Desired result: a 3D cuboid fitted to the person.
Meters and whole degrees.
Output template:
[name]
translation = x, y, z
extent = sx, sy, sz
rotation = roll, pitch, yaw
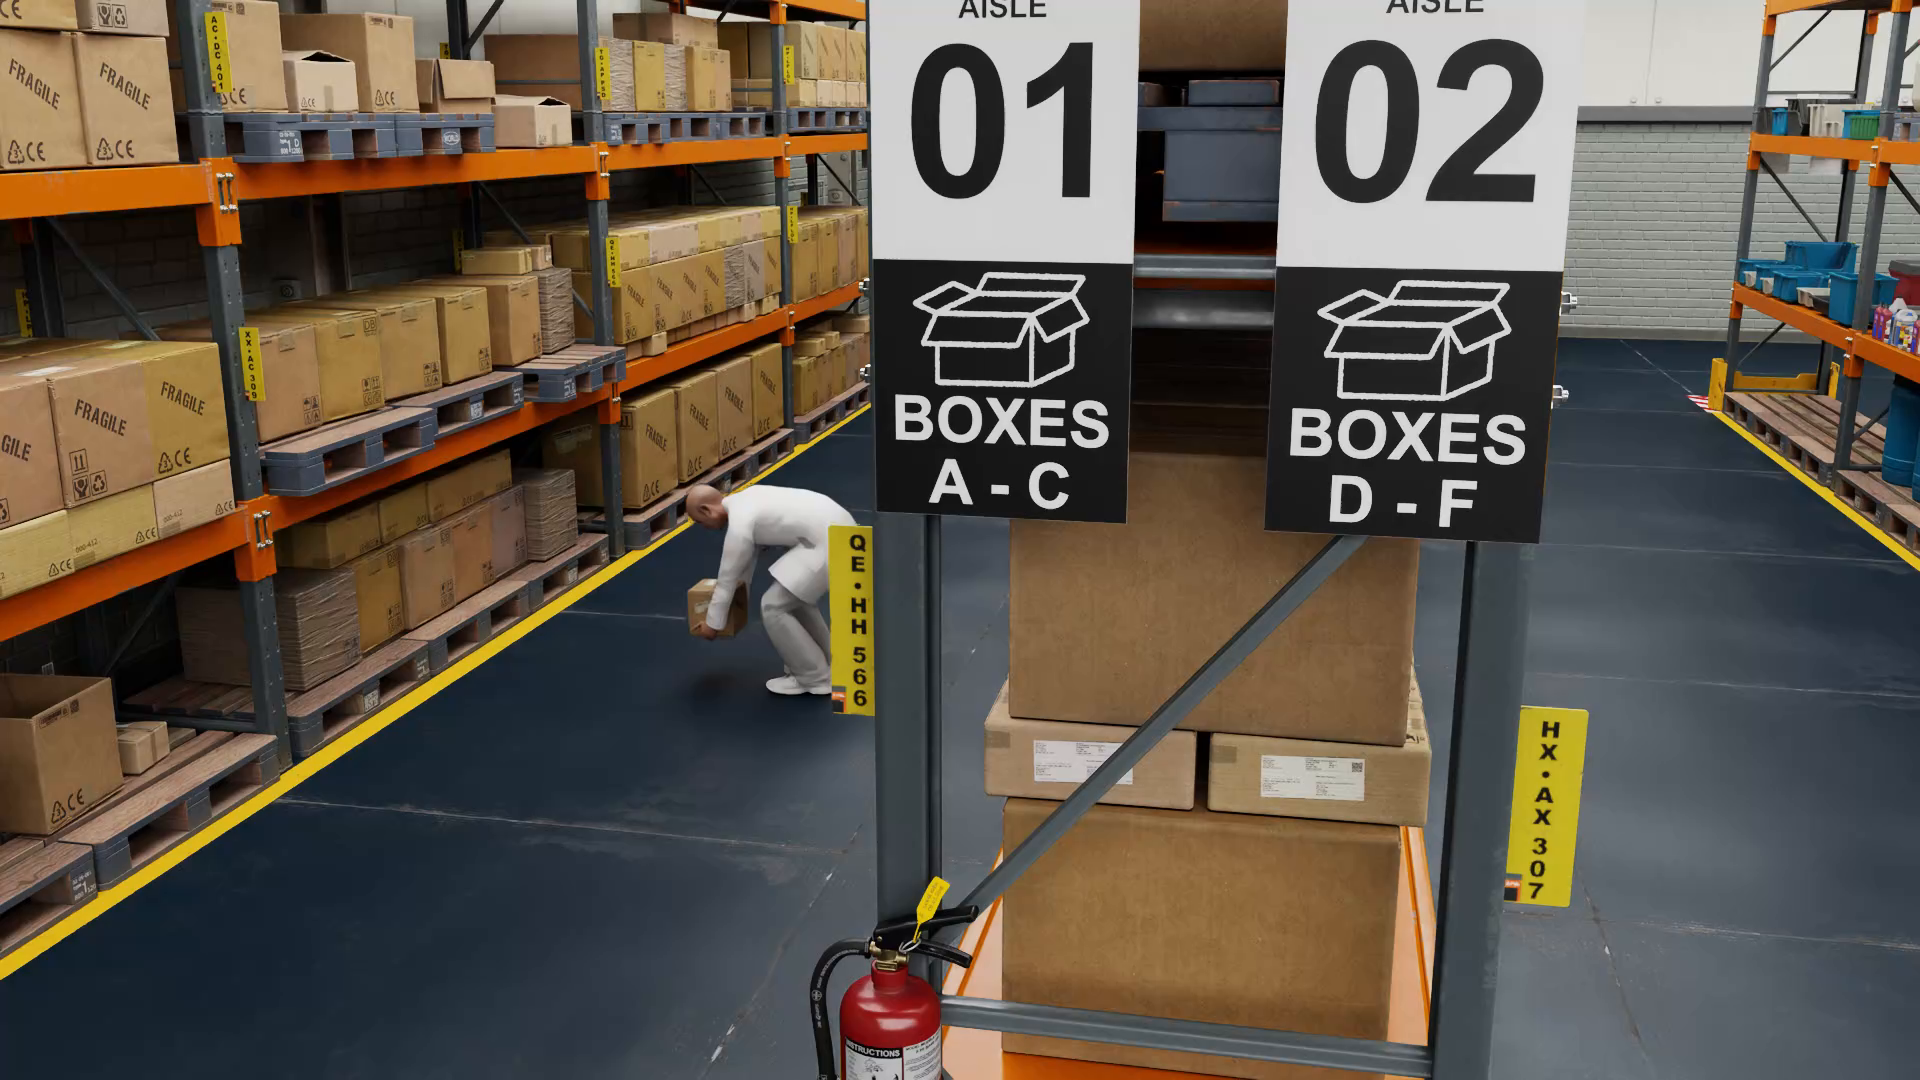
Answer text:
[person]
translation = -0.996, 0.257, 8.939
extent = 0.941, 1.080, 0.588
rotation = 2, 15, 8
